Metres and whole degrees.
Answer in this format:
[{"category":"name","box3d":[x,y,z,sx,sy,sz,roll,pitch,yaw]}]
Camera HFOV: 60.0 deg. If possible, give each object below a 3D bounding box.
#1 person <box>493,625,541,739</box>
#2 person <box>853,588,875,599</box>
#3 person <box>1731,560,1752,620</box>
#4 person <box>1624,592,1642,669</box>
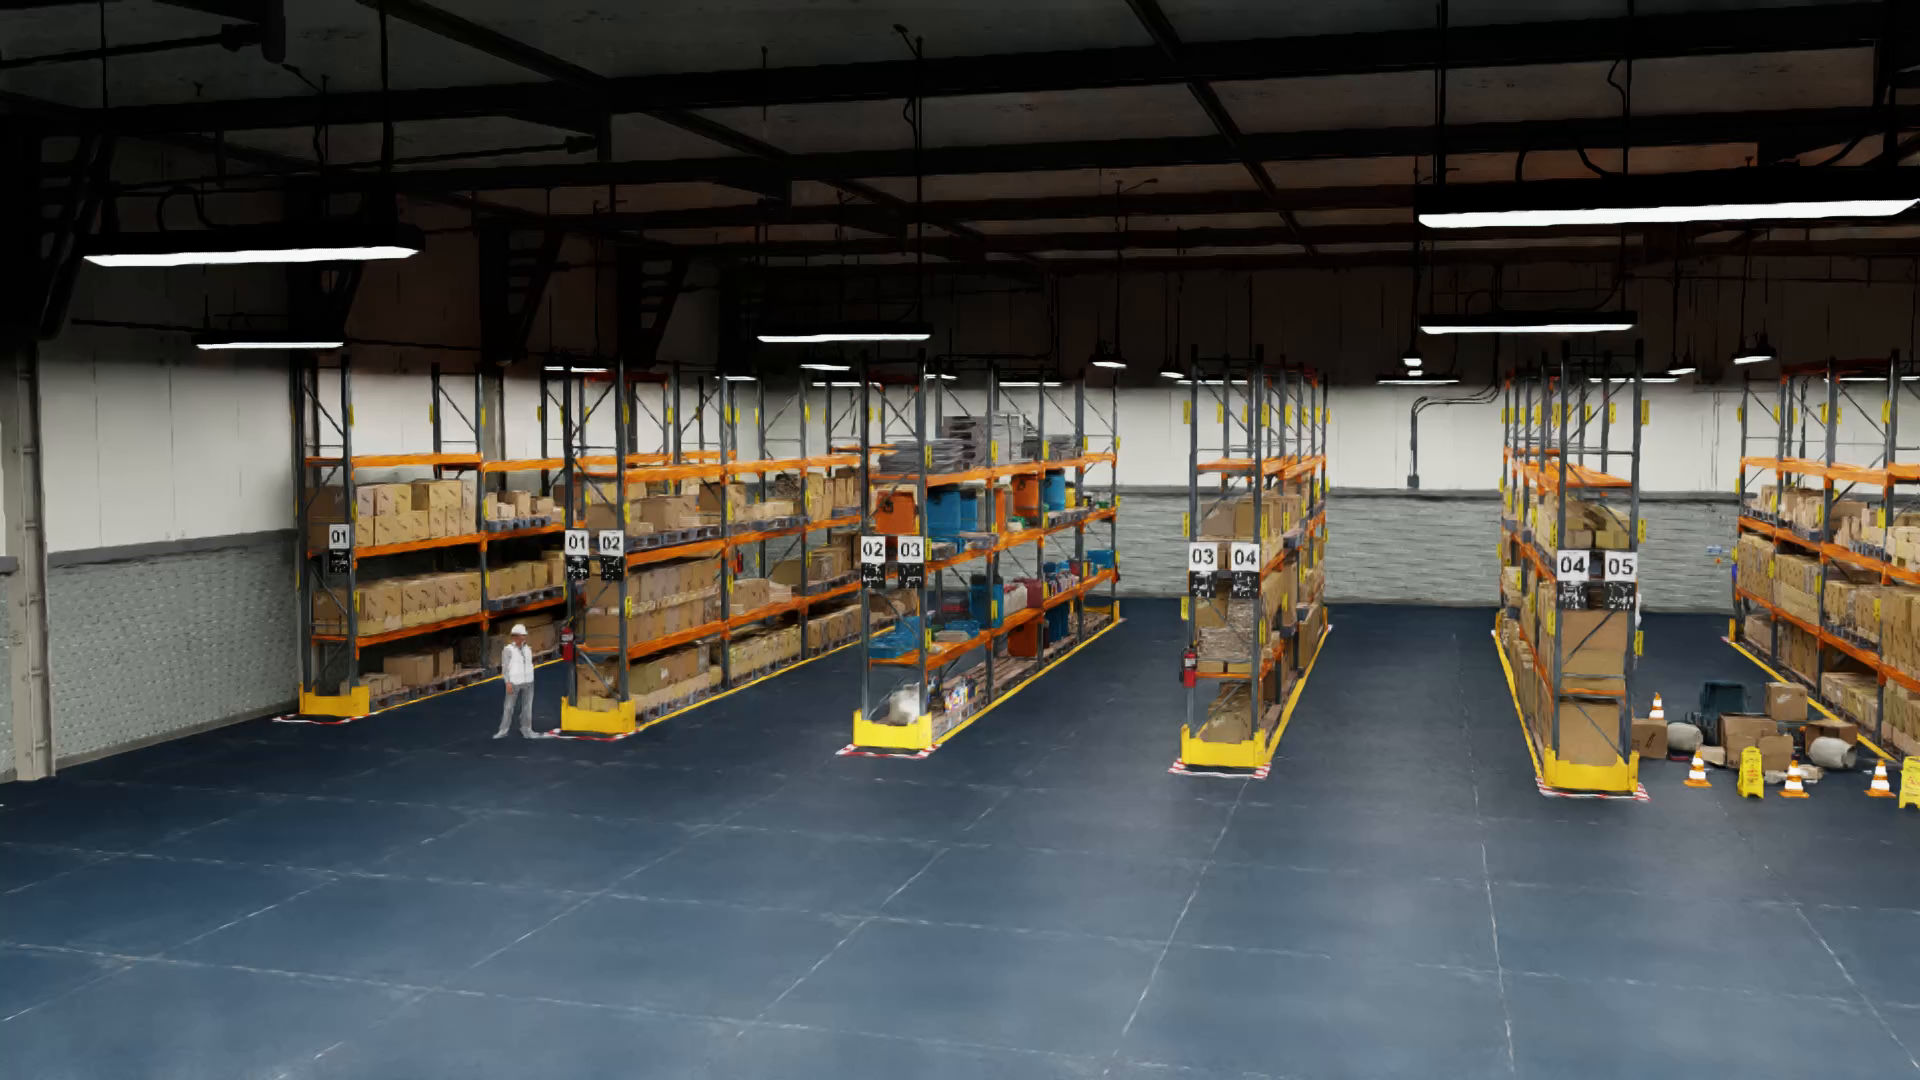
[{"category":"person","box3d":[-6.880,2.193,25.679,0.685,1.774,0.442,-4,6,-44]},{"category":"person","box3d":[-2.556,0.795,45.165,0.686,1.662,0.476,-3,5,-37]},{"category":"person","box3d":[19.133,1.148,40.645,0.536,1.632,0.514,-3,5,-37]},{"category":"person","box3d":[13.207,1.631,32.879,0.665,1.782,0.583,-4,6,-43]}]
